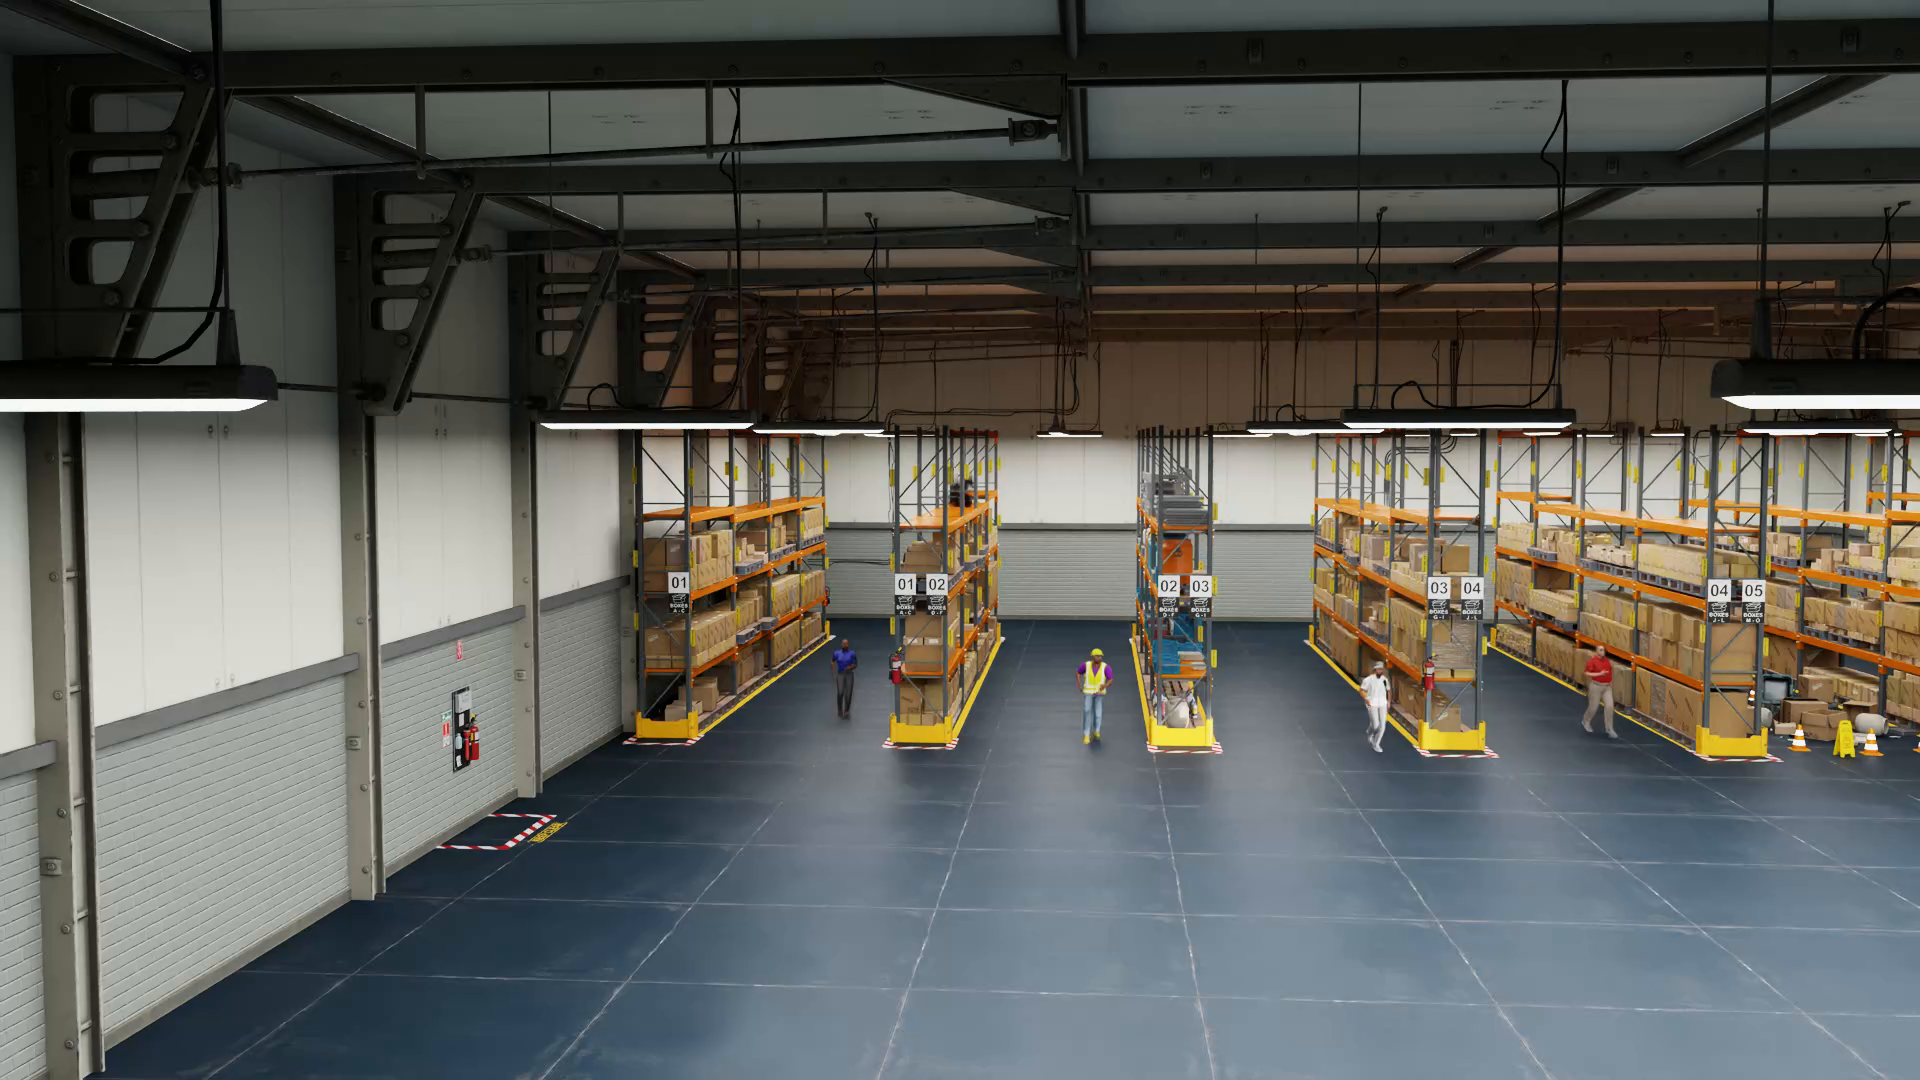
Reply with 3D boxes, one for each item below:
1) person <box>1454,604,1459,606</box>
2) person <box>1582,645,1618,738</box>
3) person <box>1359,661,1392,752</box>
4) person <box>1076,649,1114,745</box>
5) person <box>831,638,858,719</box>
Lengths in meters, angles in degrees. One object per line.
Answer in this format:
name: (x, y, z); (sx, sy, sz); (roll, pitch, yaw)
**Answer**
person: (13.644, 2.175, 46.420); (0.568, 1.544, 0.579); (3, 4, 39)
person: (12.388, 2.900, 32.181); (0.652, 1.748, 0.894); (-1, 4, -12)
person: (7.689, 3.061, 30.671); (0.606, 1.667, 0.508); (0, 3, -6)
person: (2.564, 2.958, 31.581); (0.704, 1.801, 0.770); (0, 3, 2)
person: (-2.373, 2.851, 34.167); (0.546, 1.645, 0.666); (0, 3, -8)
